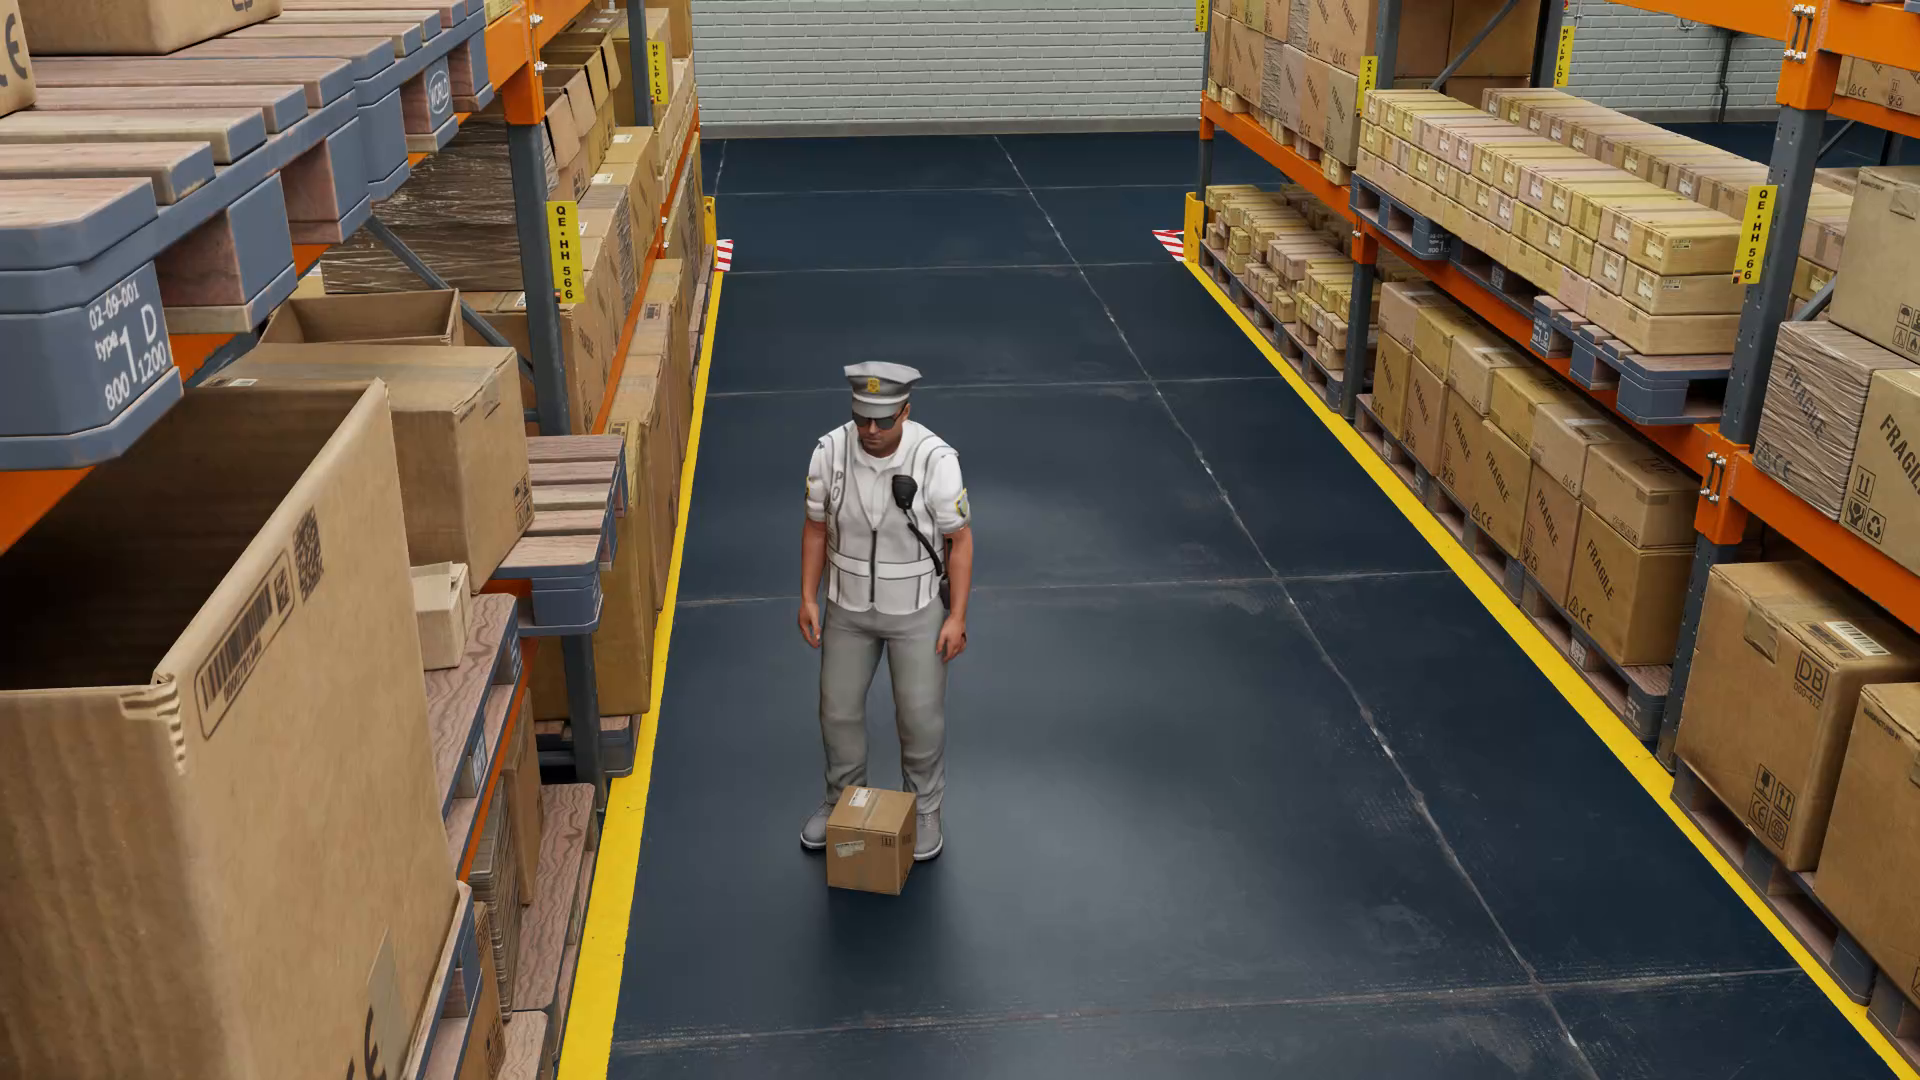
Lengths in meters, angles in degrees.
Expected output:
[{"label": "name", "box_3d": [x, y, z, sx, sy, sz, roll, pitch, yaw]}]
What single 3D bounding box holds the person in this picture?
[{"label": "person", "box_3d": [-0.248, 0.221, 5.582, 0.585, 1.749, 0.435, 5, 24, 12]}]
